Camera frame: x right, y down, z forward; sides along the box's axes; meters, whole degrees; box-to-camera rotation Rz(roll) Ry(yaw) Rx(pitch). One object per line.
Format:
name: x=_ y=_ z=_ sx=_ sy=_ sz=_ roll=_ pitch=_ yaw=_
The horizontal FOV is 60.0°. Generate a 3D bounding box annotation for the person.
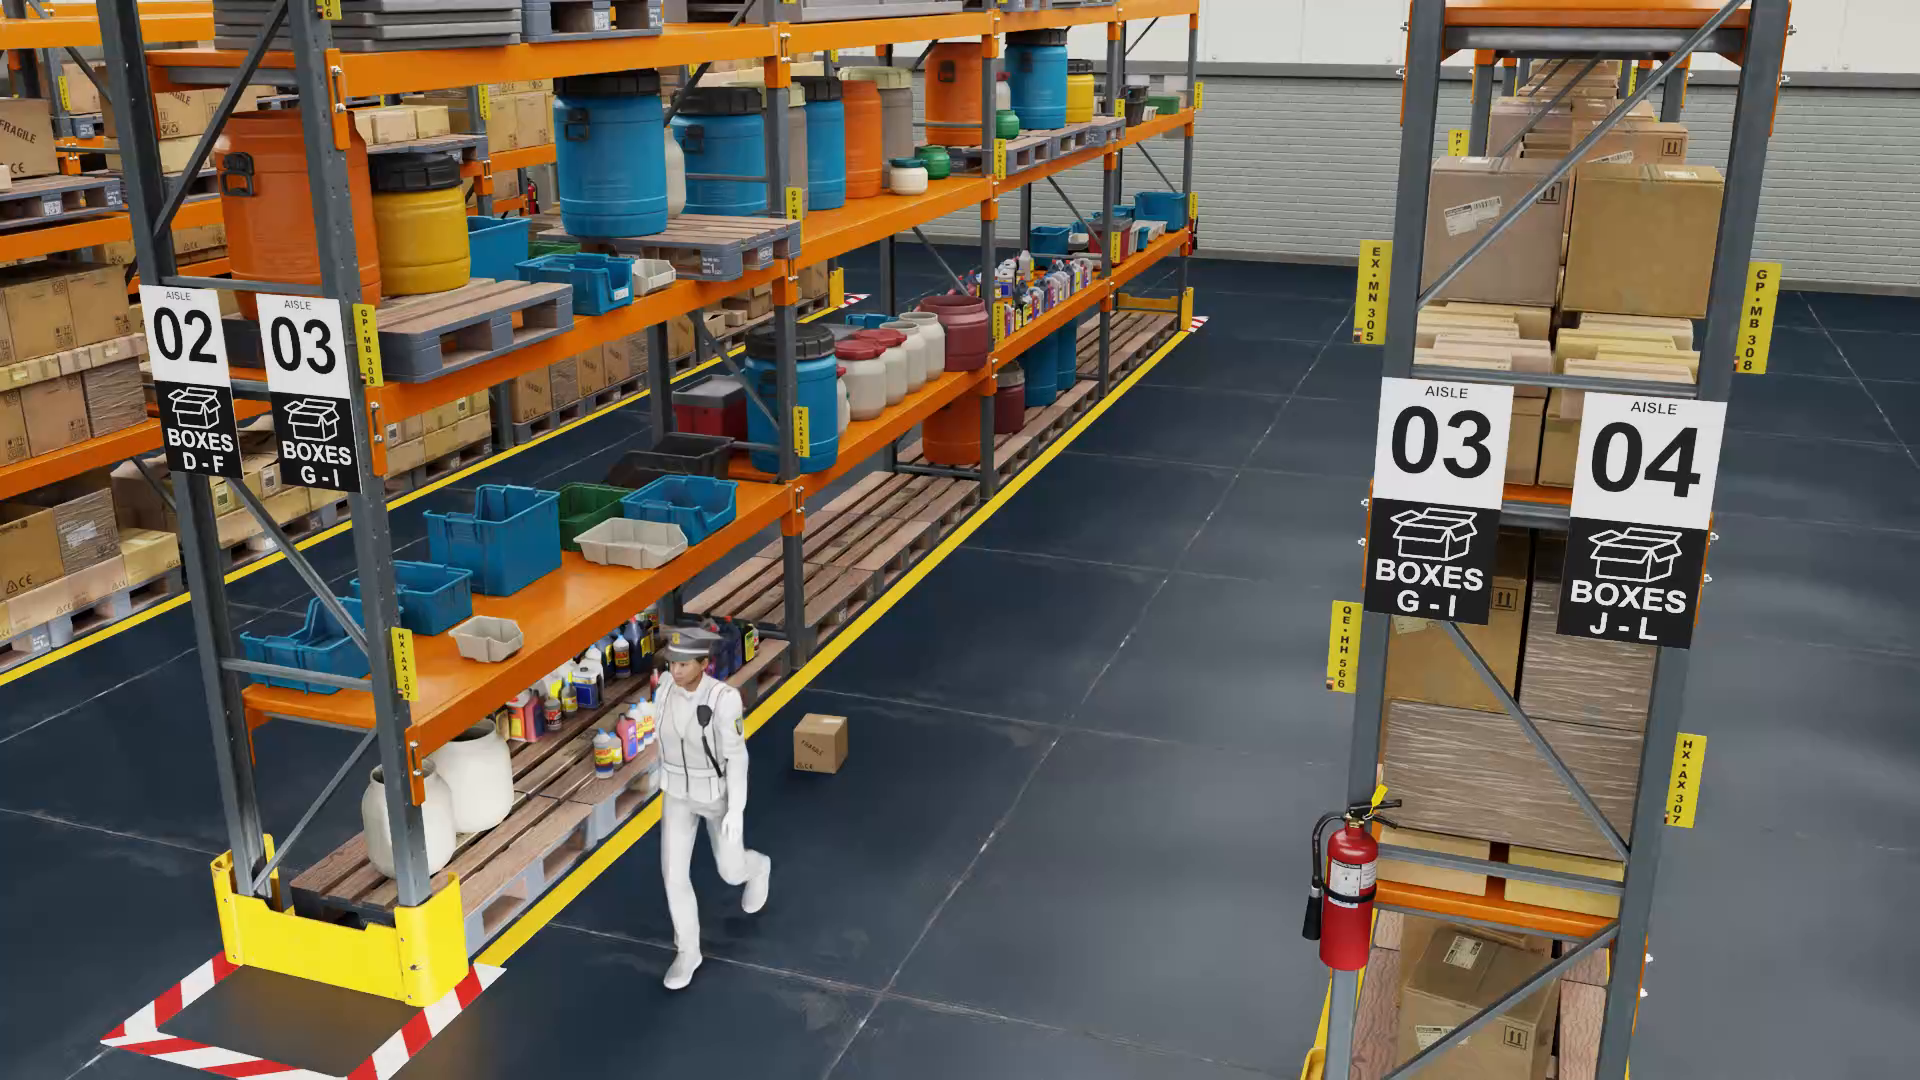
person: x=-1.165 y=1.139 z=7.644 sx=0.506 sy=1.648 sz=0.840 roll=6 pitch=20 yaw=16
